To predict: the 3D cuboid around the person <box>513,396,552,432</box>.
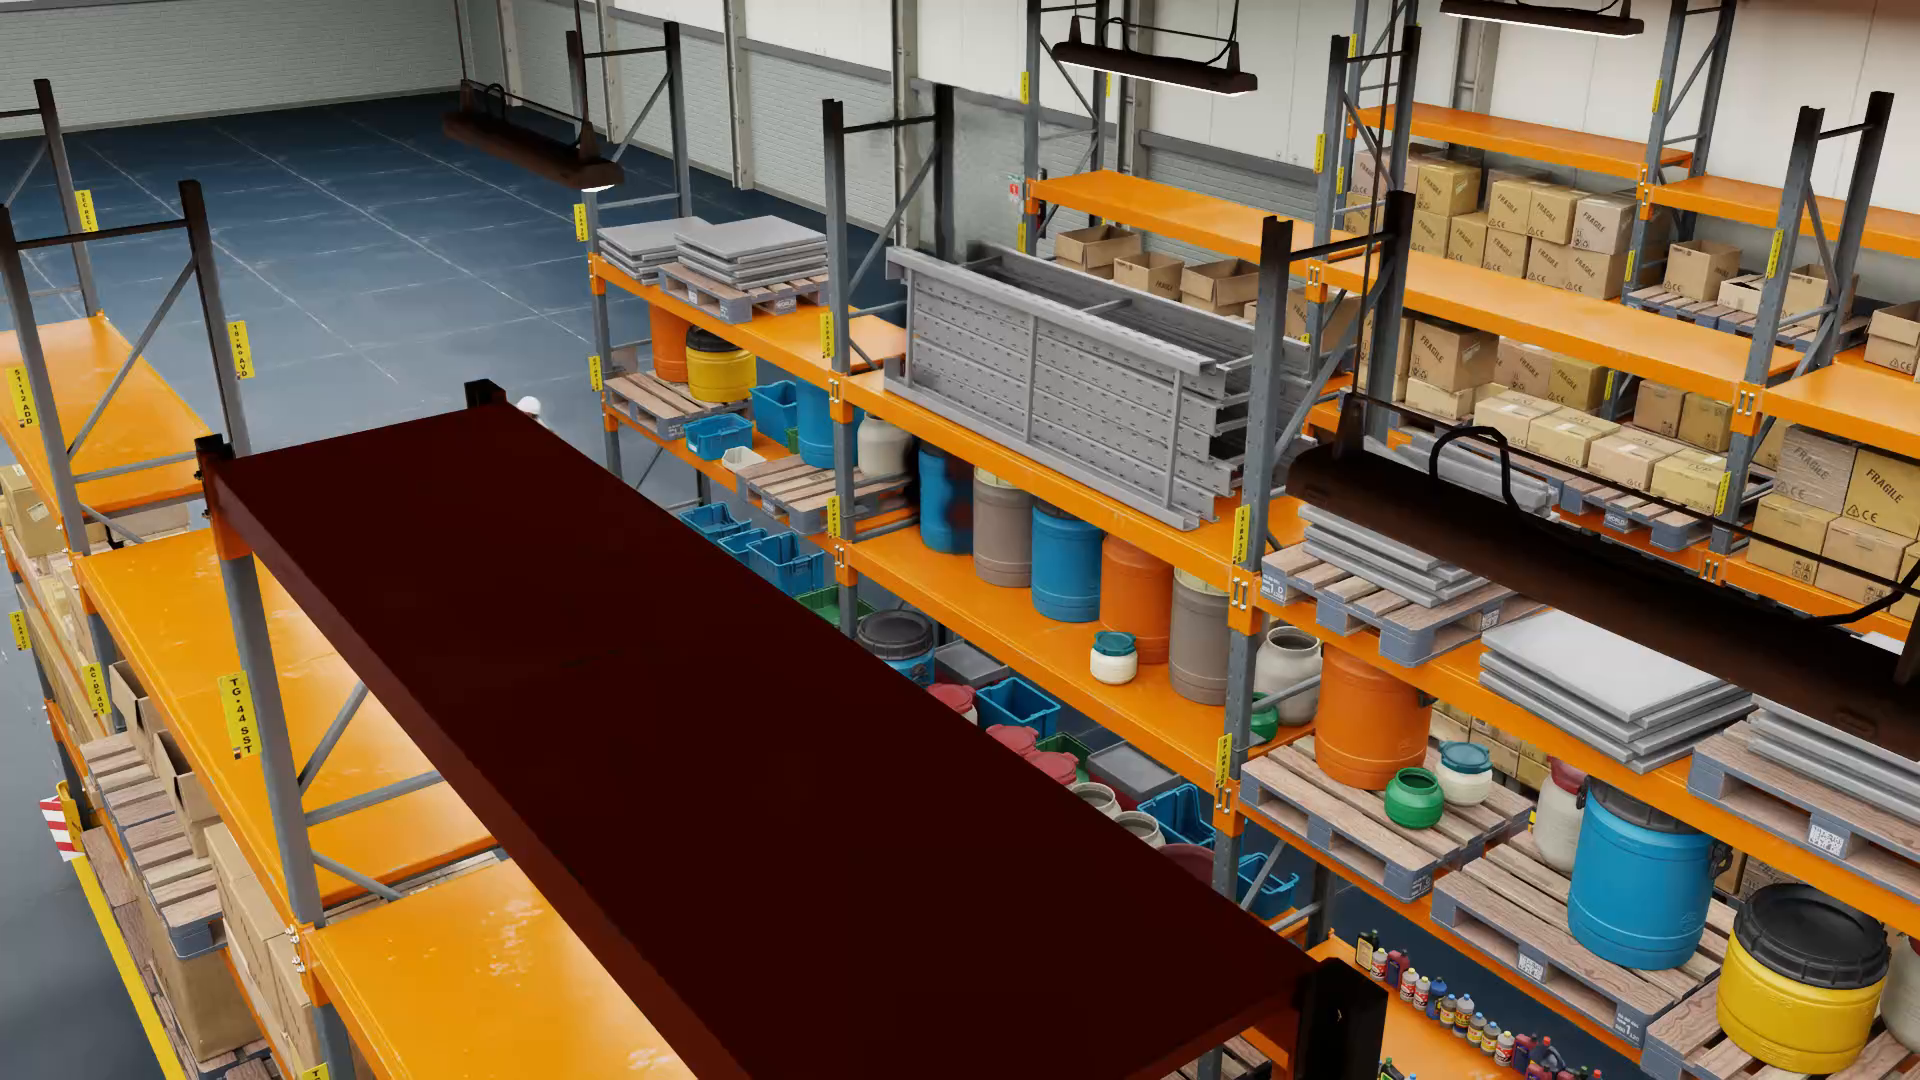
[{"bbox_3d":[-4.754,-0.736,18.484,0.733,1.814,0.625,-9,26,-19],"label":"person"}]
